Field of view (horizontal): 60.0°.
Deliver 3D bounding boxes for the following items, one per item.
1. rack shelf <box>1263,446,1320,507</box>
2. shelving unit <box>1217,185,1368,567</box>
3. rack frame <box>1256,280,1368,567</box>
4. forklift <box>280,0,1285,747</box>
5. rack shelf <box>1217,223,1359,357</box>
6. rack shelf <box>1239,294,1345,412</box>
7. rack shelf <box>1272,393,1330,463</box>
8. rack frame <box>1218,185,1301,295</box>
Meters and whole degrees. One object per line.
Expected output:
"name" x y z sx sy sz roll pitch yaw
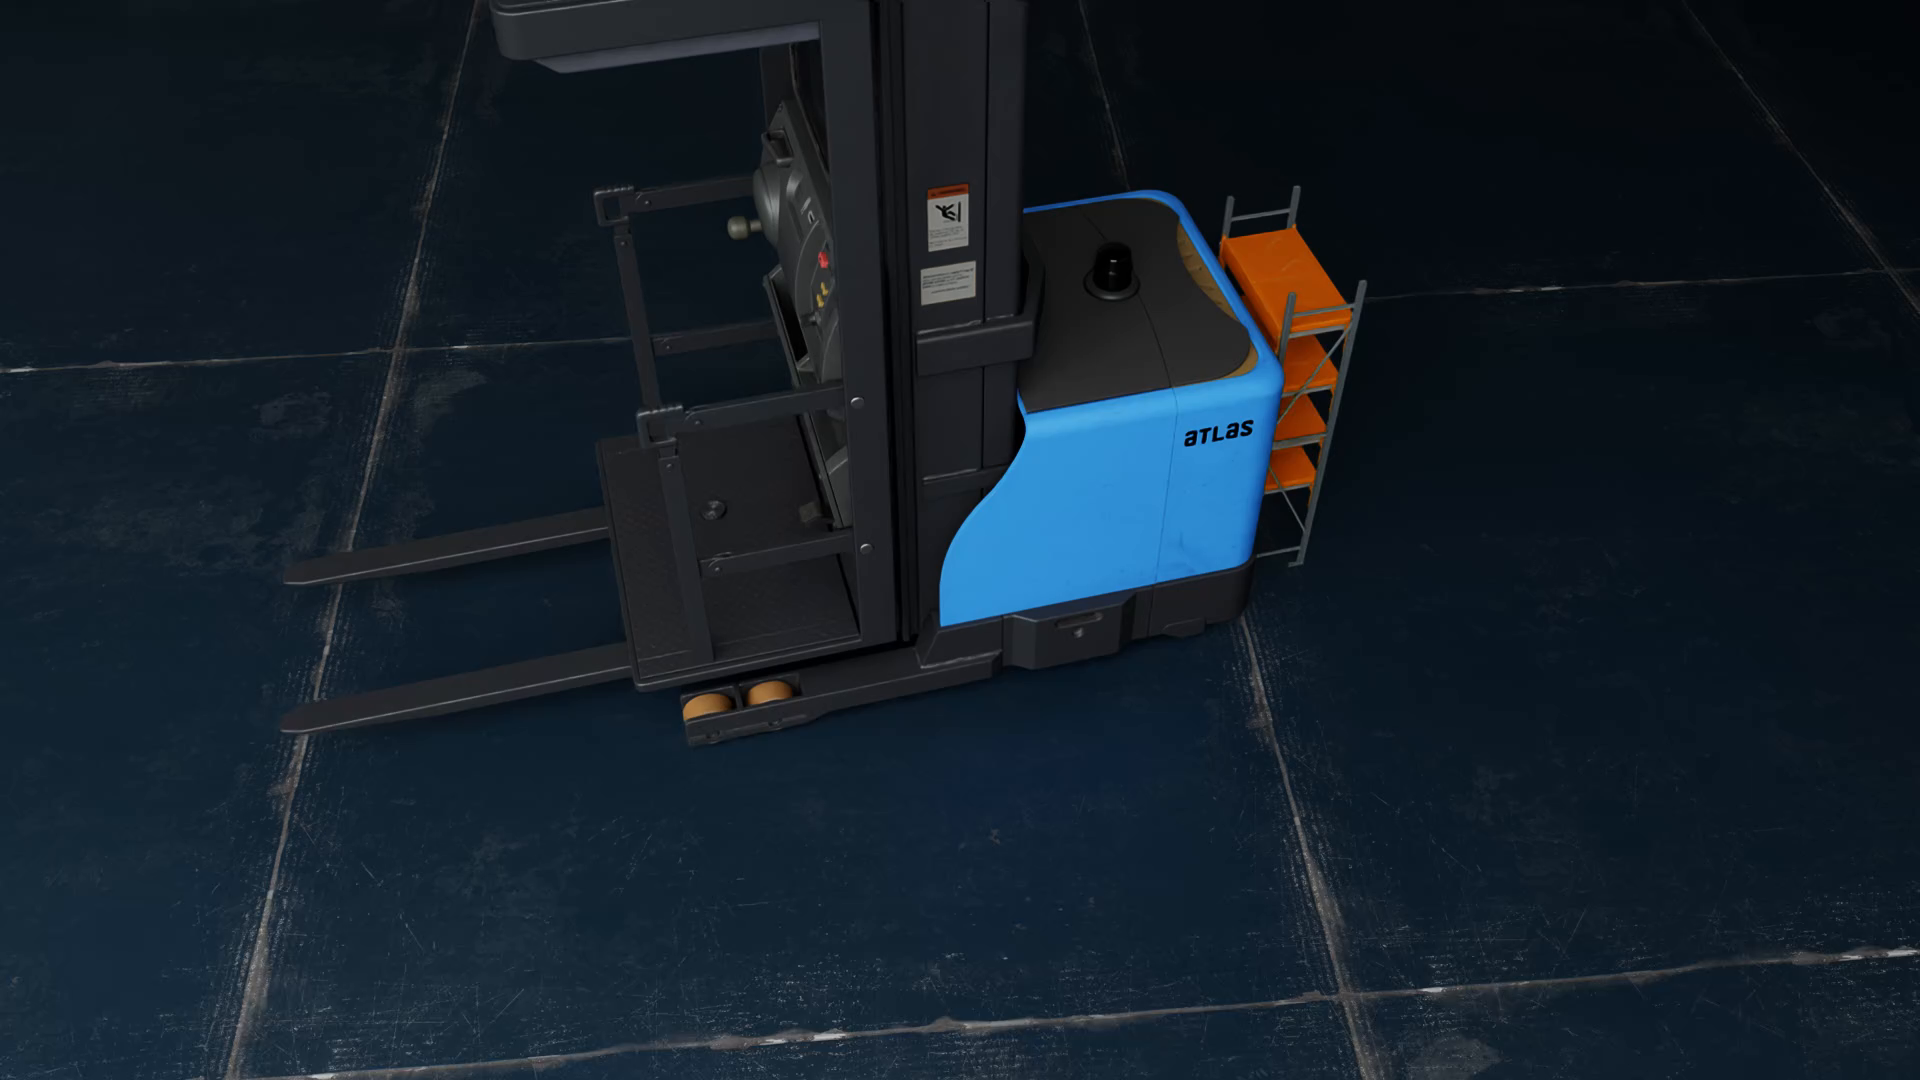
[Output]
"rack shelf" 0.992 -0.302 5.574 0.258 0.148 0.480 -11 47 -10
"shelving unit" 0.994 -0.485 5.381 0.258 1.200 0.503 -11 47 -10
"rack frame" 1.056 -0.313 5.219 0.240 1.200 0.015 -11 47 -10
"forklift" -0.627 -0.803 4.492 3.031 2.935 1.130 -11 48 -10
"rack shelf" 0.996 -0.755 5.097 0.258 0.148 0.480 -11 47 -10
"rack shelf" 0.995 -0.592 5.268 0.258 0.148 0.480 -11 47 -10
"rack shelf" 0.993 -0.438 5.430 0.258 0.148 0.480 -11 47 -10
"rack frame" 0.931 -0.656 5.544 0.240 1.200 0.015 -11 47 -10
